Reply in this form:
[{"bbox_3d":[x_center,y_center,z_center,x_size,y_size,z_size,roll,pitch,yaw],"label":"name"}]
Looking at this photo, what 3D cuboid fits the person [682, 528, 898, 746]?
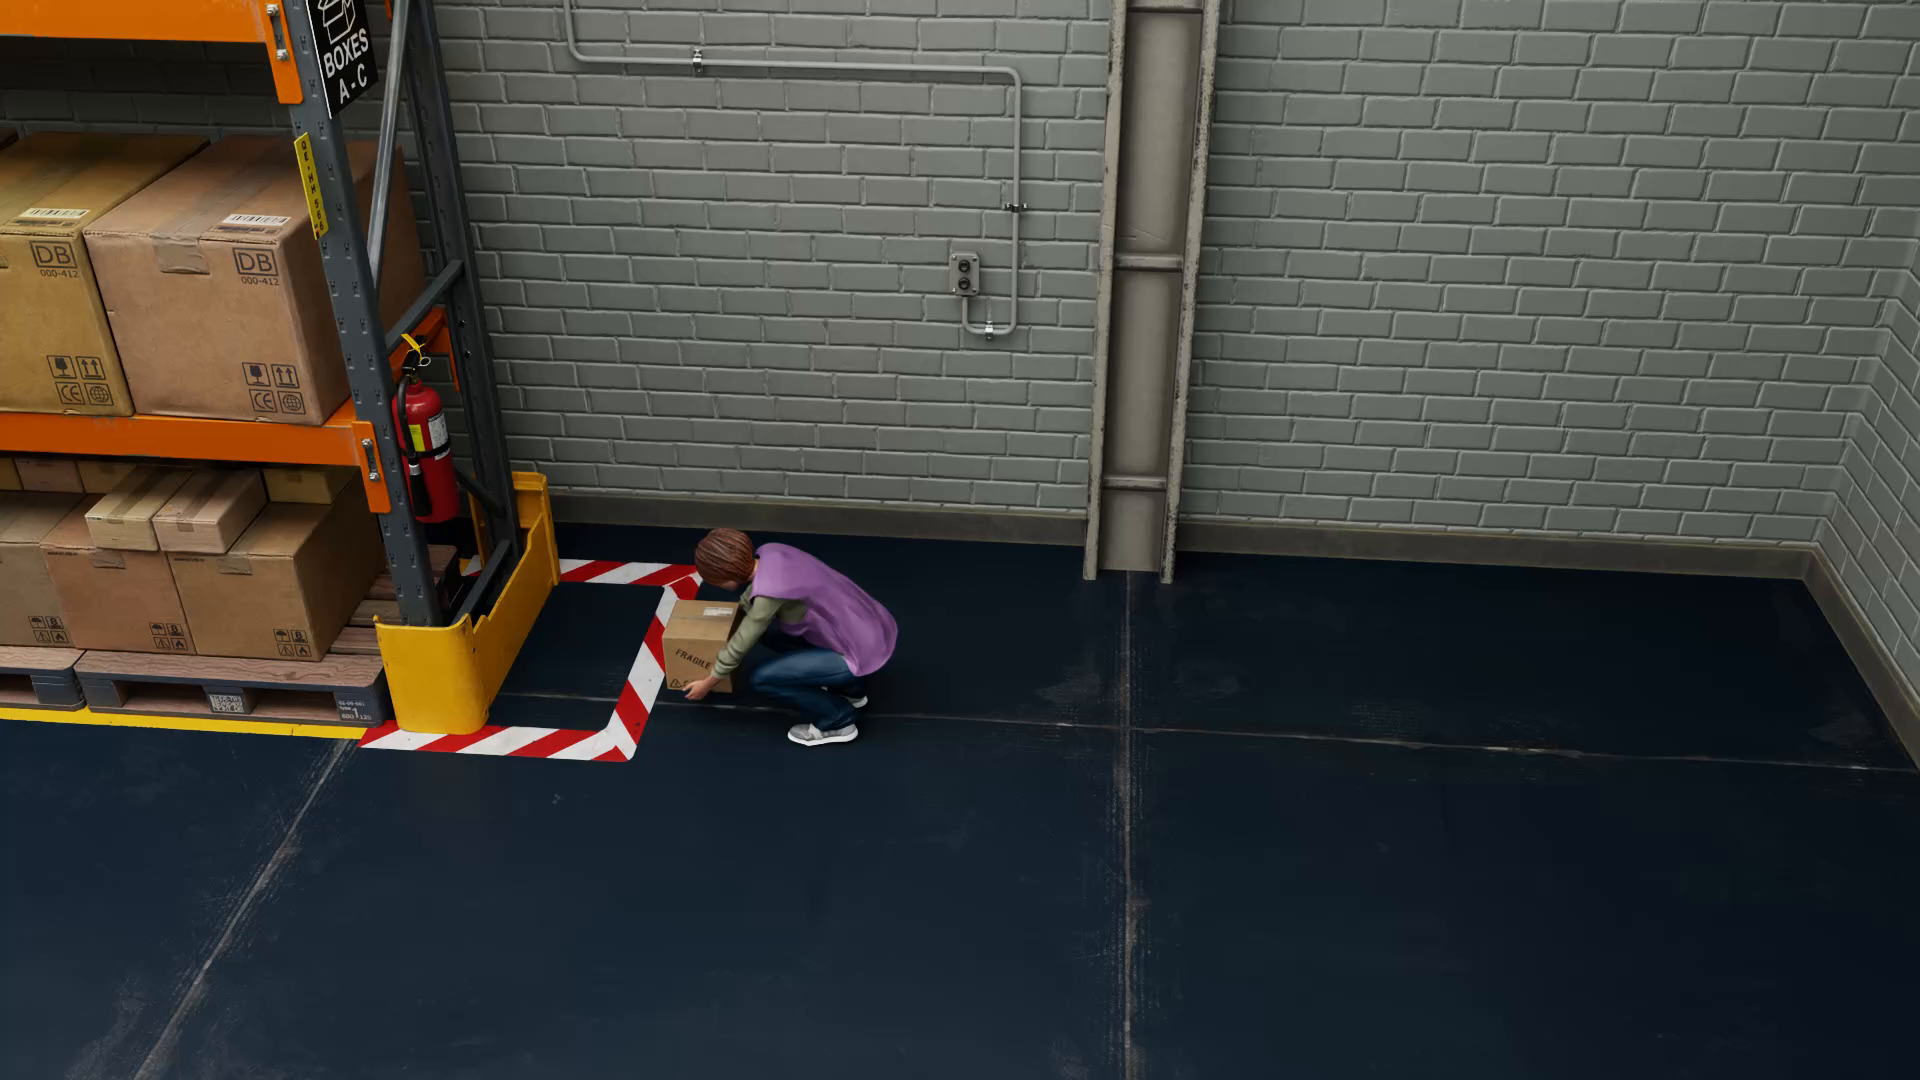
[{"bbox_3d":[-0.644,0.338,6.294,0.814,0.875,0.450,3,32,4],"label":"person"}]
